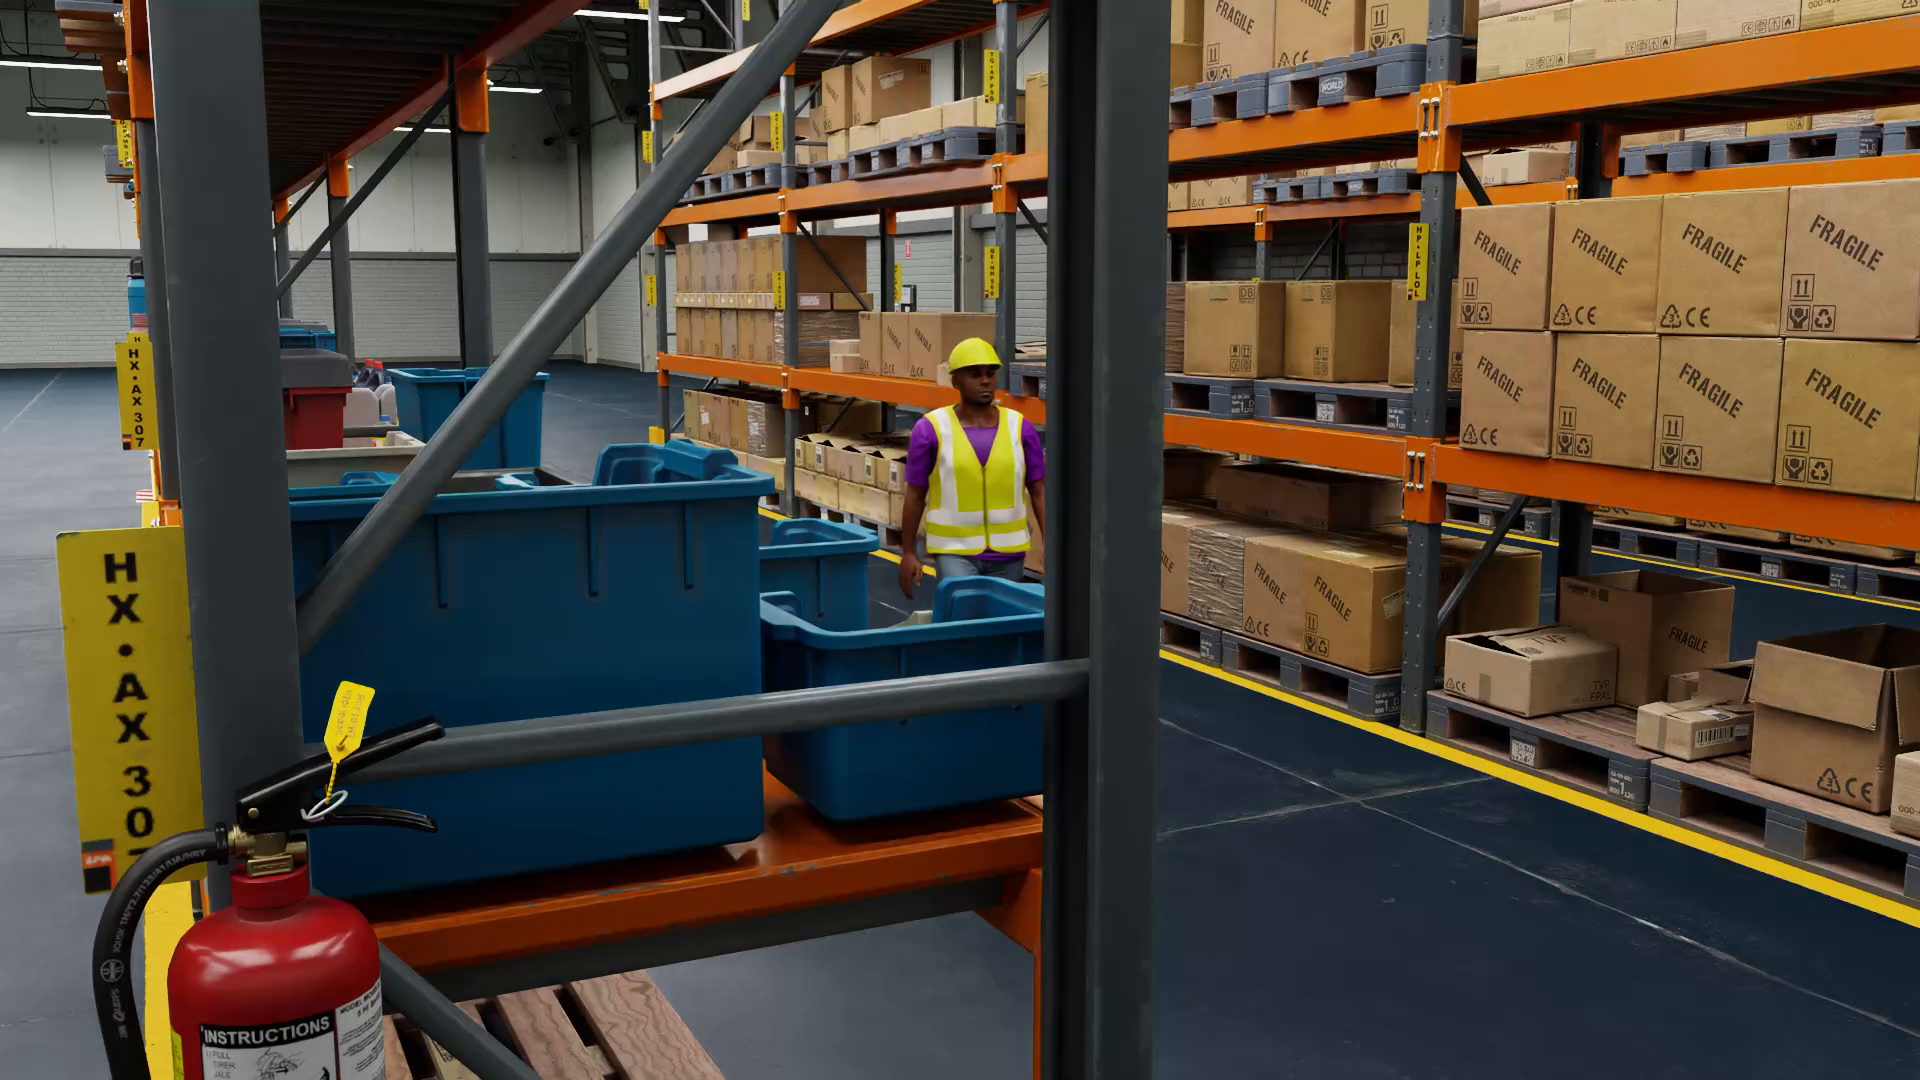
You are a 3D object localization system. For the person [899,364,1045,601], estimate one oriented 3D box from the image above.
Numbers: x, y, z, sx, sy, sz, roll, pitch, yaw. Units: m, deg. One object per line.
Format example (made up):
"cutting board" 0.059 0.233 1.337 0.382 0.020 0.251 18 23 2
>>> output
"person" 0.097 0.103 6.702 0.614 1.745 0.817 -2 9 -15
